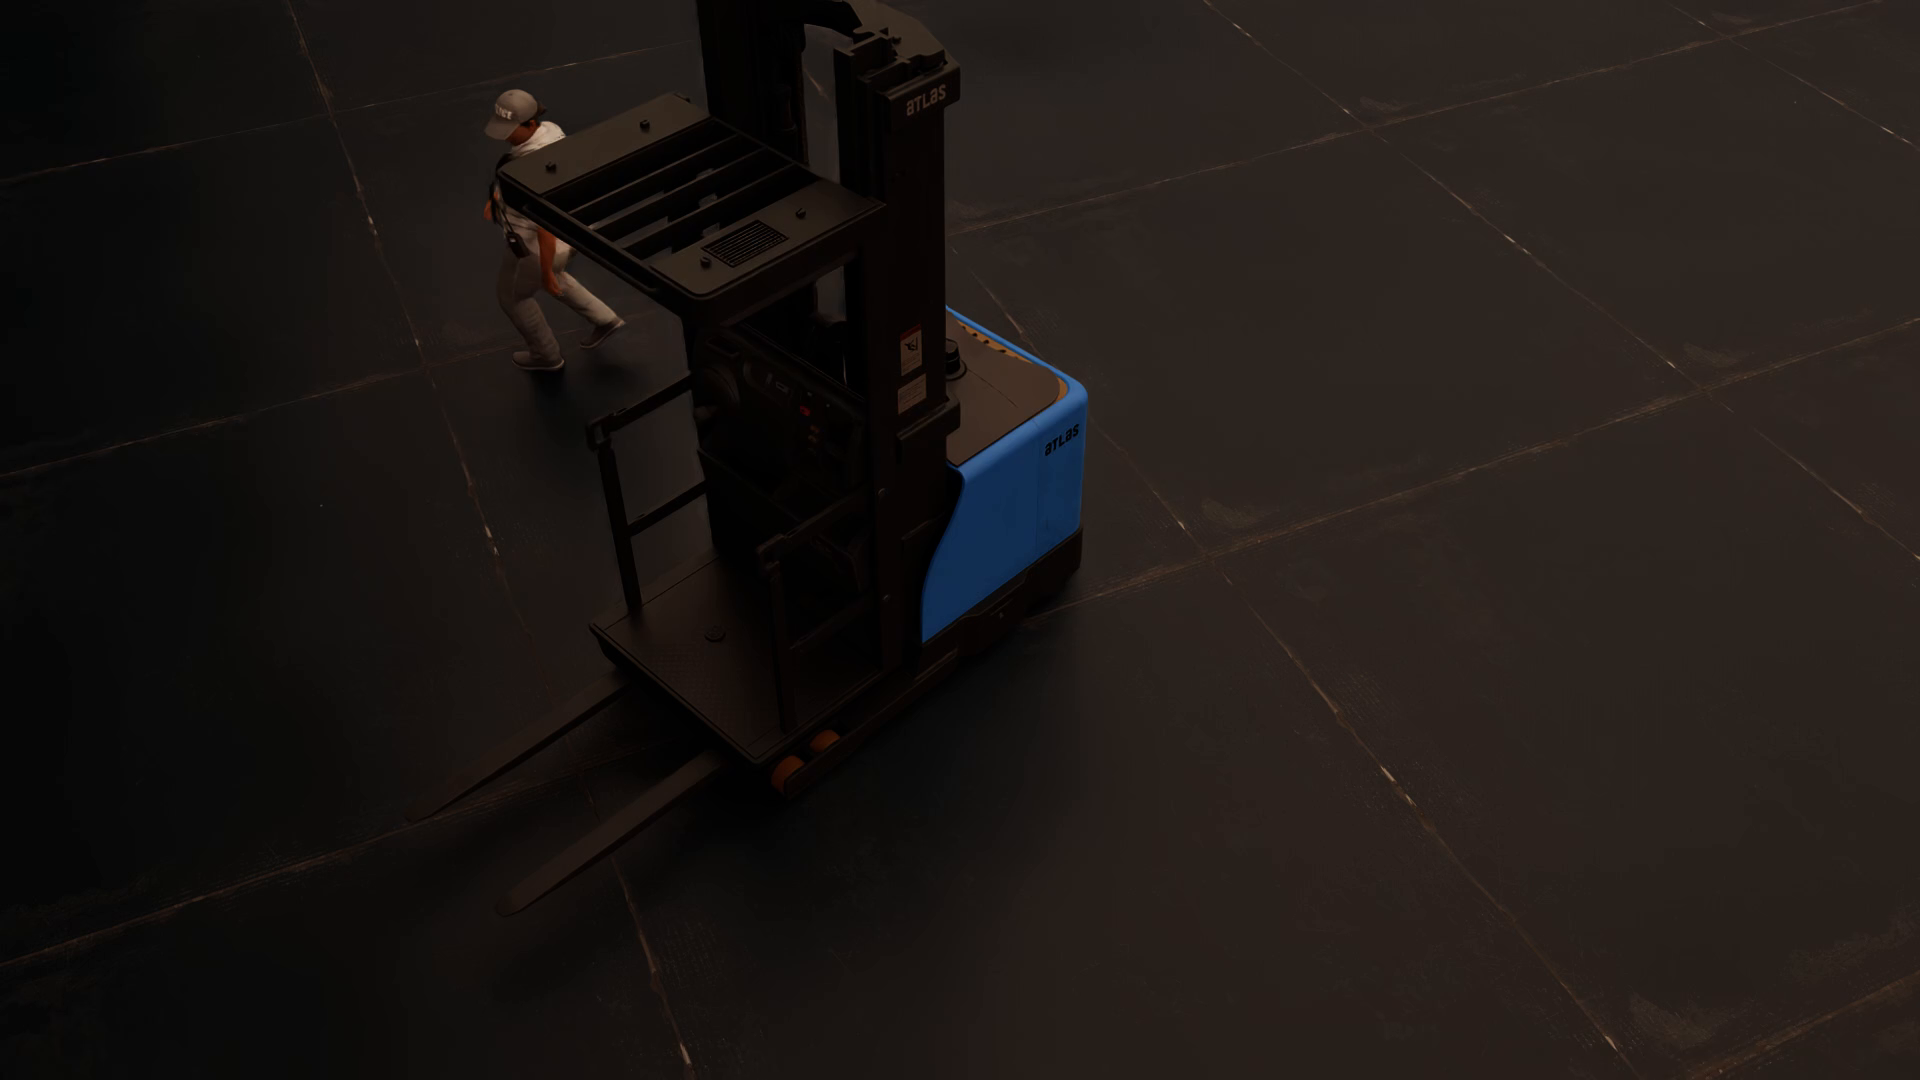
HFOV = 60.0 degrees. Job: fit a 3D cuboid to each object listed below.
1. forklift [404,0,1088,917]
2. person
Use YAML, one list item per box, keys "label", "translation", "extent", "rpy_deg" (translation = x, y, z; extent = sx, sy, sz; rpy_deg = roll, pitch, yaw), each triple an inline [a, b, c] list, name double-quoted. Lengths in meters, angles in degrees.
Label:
- label: "forklift"
  translation: [-0.838, -0.436, 6.148]
  extent: [1.130, 2.935, 3.031]
  rpy_deg: [34, 53, 31]
- label: "person"
  translation: [-2.102, -1.501, 8.275]
  extent: [0.595, 1.605, 0.630]
  rpy_deg: [12, 44, 12]
